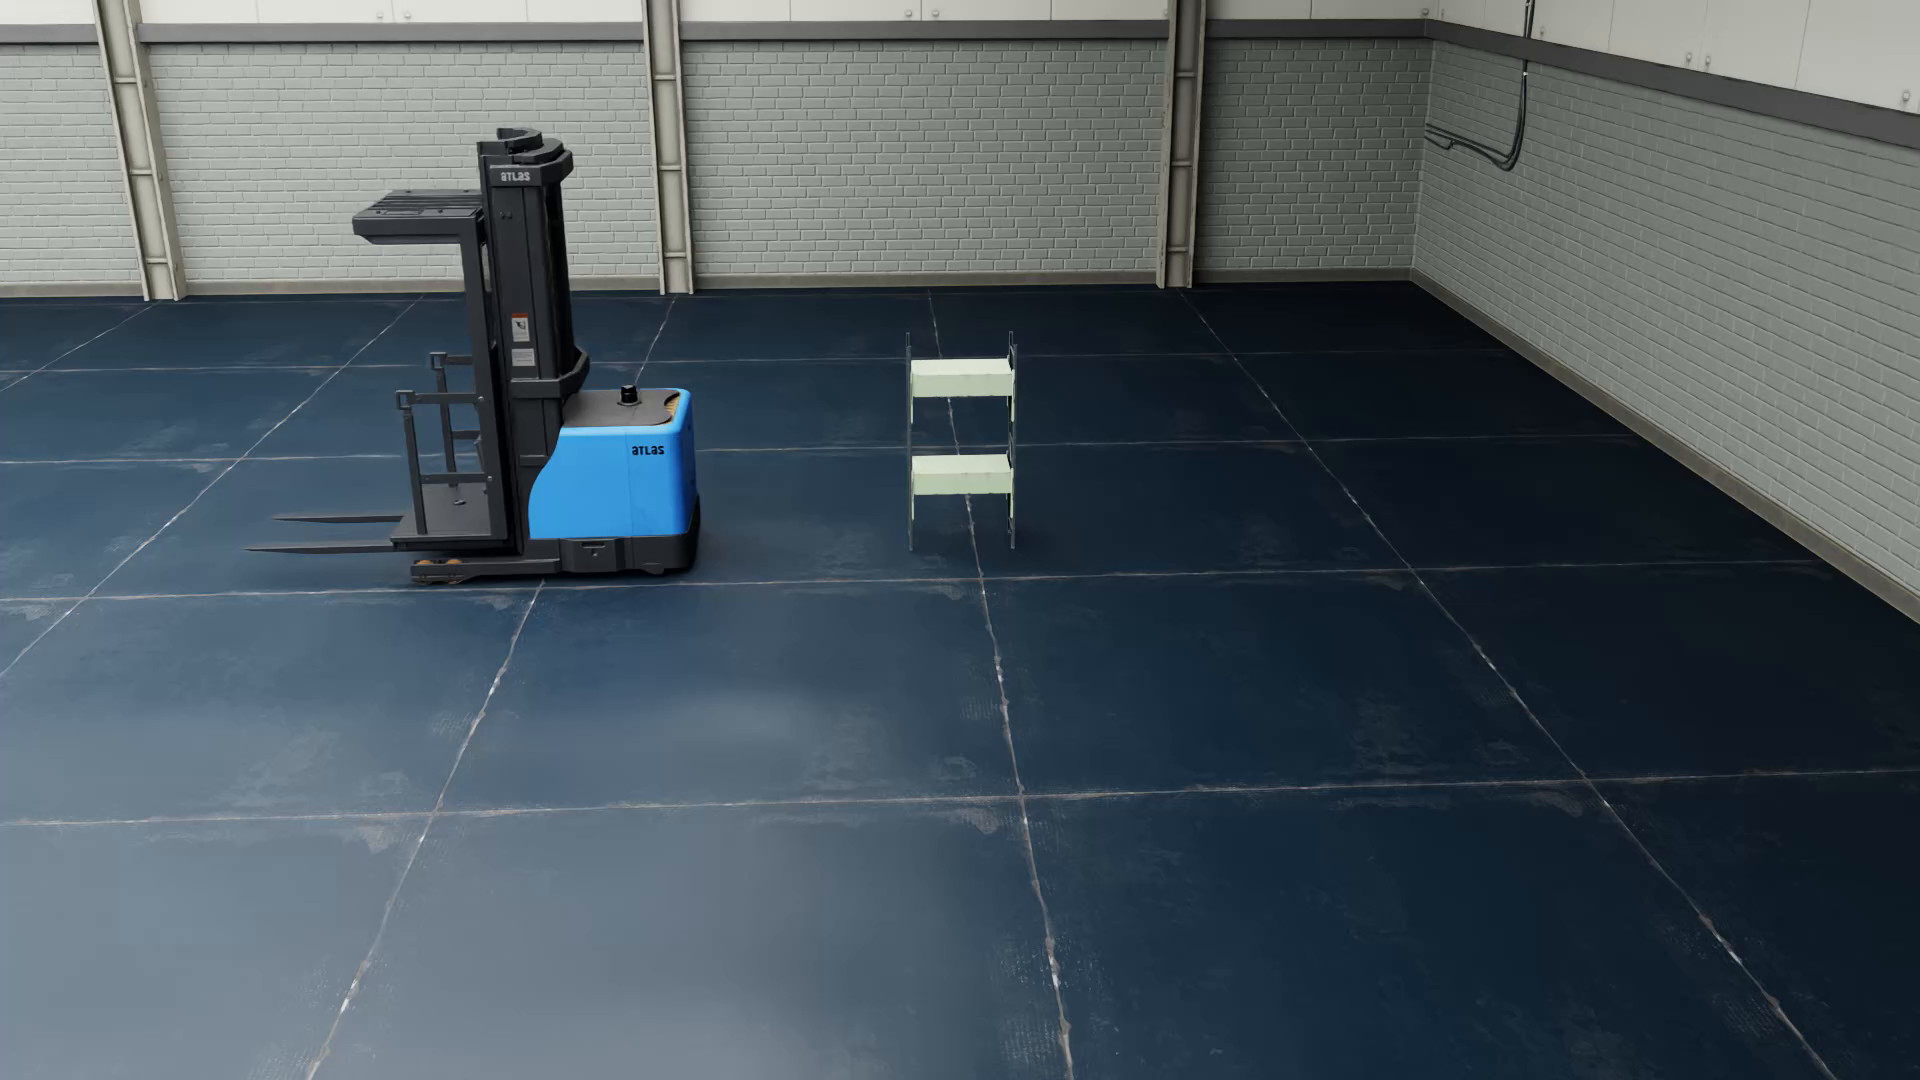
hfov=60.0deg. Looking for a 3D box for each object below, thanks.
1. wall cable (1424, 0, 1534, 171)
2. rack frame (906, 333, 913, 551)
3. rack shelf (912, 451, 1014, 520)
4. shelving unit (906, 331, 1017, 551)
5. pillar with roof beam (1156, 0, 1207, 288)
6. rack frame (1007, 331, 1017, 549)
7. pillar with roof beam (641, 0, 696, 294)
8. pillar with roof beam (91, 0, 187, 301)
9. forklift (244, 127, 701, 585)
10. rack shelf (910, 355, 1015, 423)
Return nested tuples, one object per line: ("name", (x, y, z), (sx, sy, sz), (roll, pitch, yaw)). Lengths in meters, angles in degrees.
("wall cable", (5.625, -5.451, 18.155), (0.112, 2.526, 3.097), (-1, 21, -3))
("rack frame", (-0.359, -0.694, 11.835), (0.023, 1.500, 0.400), (-1, 21, -3))
("rack shelf", (0.007, -0.396, 11.970), (0.720, 0.370, 0.431), (-1, 21, -3))
("shelving unit", (0.007, -0.701, 11.854), (0.755, 1.500, 0.431), (-1, 21, -3))
("pillar with roof beam", (2.854, -5.783, 14.663), (0.400, 9.000, 9.100), (-1, 21, -3))
("rack frame", (0.372, -0.708, 11.874), (0.023, 1.500, 0.400), (-1, 21, -3))
("pillar with roof beam", (-3.136, -5.661, 14.343), (0.400, 9.000, 9.100), (-1, 21, -3))
("pillar with roof beam", (-9.126, -5.539, 14.023), (0.400, 9.000, 9.100), (-1, 21, -3))
("forklift", (-3.399, -1.258, 11.307), (3.031, 2.935, 1.130), (-1, 21, -4))
("rack shelf", (0.007, -1.066, 11.716), (0.720, 0.370, 0.431), (-1, 21, -3))
